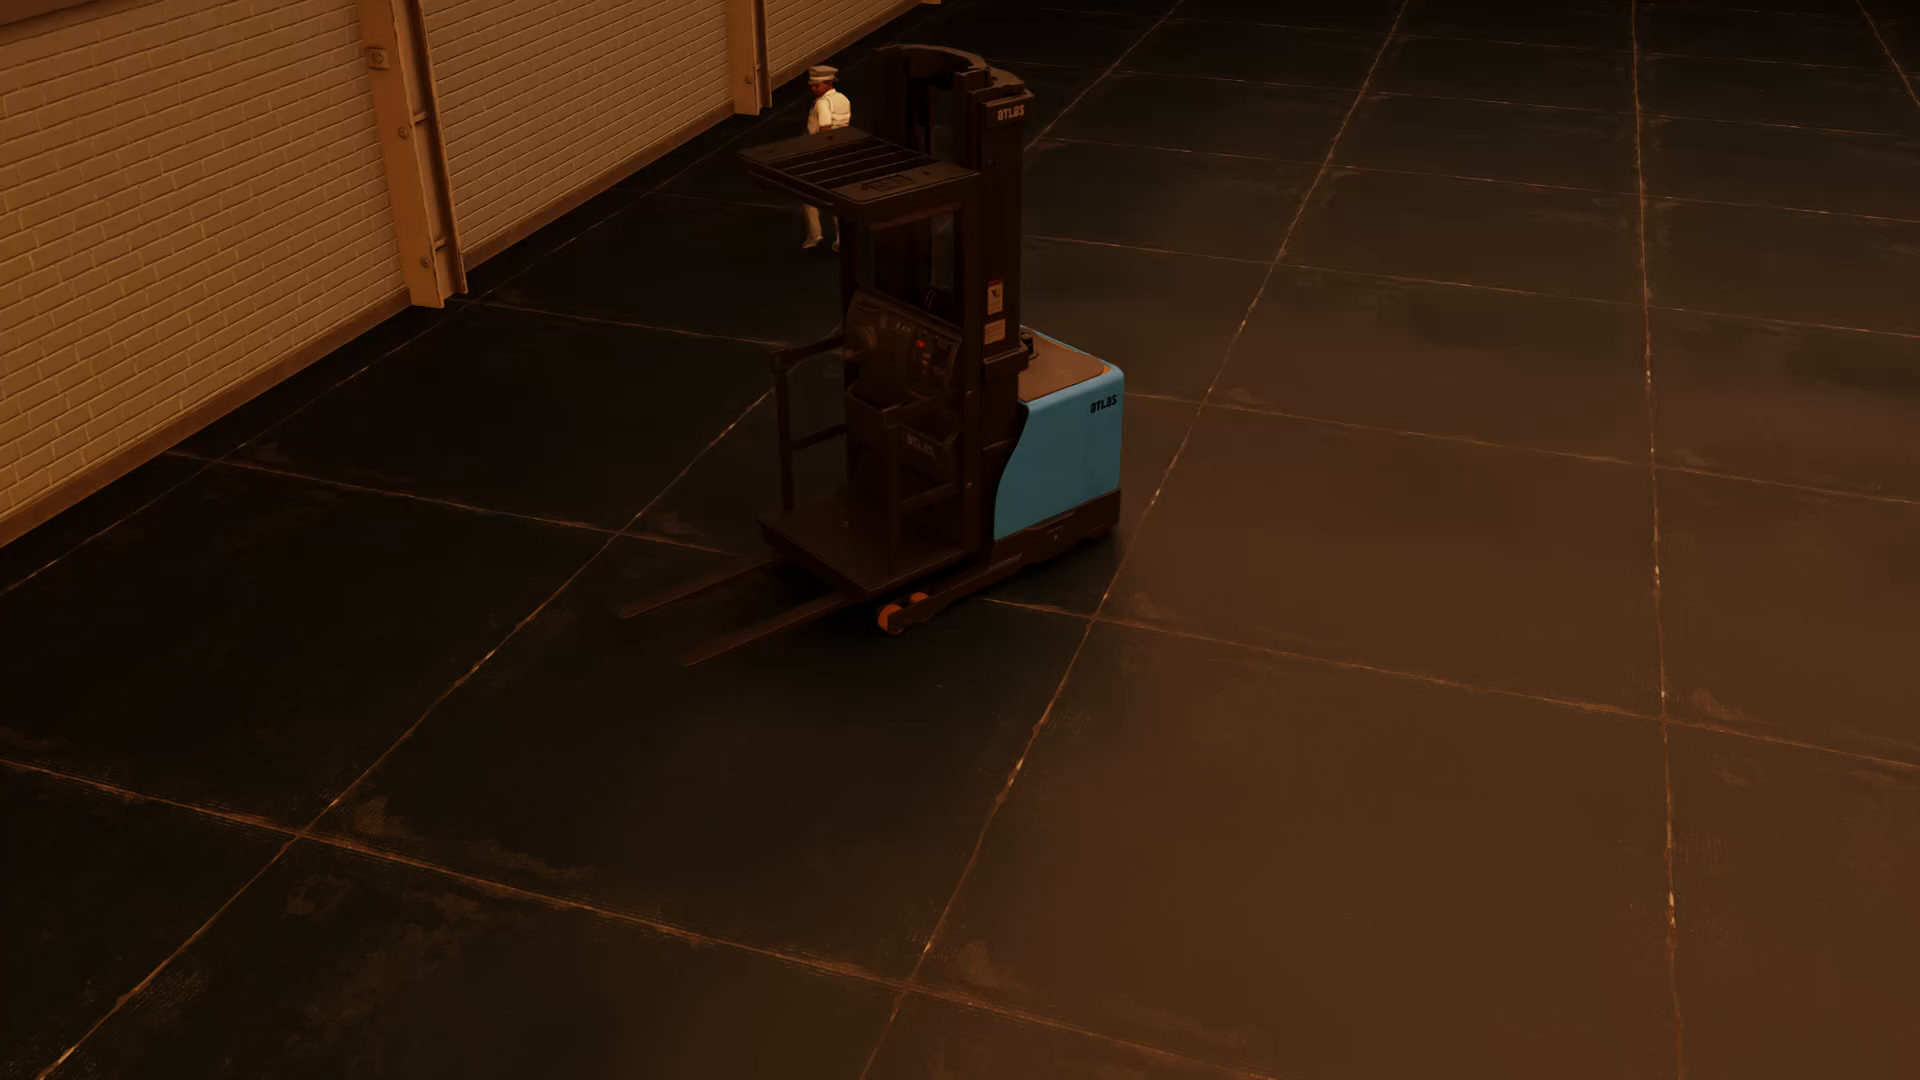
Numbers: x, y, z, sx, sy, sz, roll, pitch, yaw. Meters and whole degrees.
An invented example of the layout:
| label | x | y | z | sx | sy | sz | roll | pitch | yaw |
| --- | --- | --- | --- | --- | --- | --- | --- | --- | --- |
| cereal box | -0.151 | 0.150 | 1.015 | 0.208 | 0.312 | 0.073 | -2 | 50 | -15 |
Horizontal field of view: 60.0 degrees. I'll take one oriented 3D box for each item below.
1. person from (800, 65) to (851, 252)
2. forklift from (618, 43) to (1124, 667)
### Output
| label | x | y | z | sx | sy | sz | roll | pitch | yaw |
| --- | --- | --- | --- | --- | --- | --- | --- | --- | --- |
| person | -1.120 | -3.192 | 14.145 | 0.548 | 1.660 | 0.740 | -20 | 36 | -32 |
| forklift | -0.477 | -1.045 | 8.969 | 3.031 | 2.935 | 1.130 | -23 | 37 | -34 |
